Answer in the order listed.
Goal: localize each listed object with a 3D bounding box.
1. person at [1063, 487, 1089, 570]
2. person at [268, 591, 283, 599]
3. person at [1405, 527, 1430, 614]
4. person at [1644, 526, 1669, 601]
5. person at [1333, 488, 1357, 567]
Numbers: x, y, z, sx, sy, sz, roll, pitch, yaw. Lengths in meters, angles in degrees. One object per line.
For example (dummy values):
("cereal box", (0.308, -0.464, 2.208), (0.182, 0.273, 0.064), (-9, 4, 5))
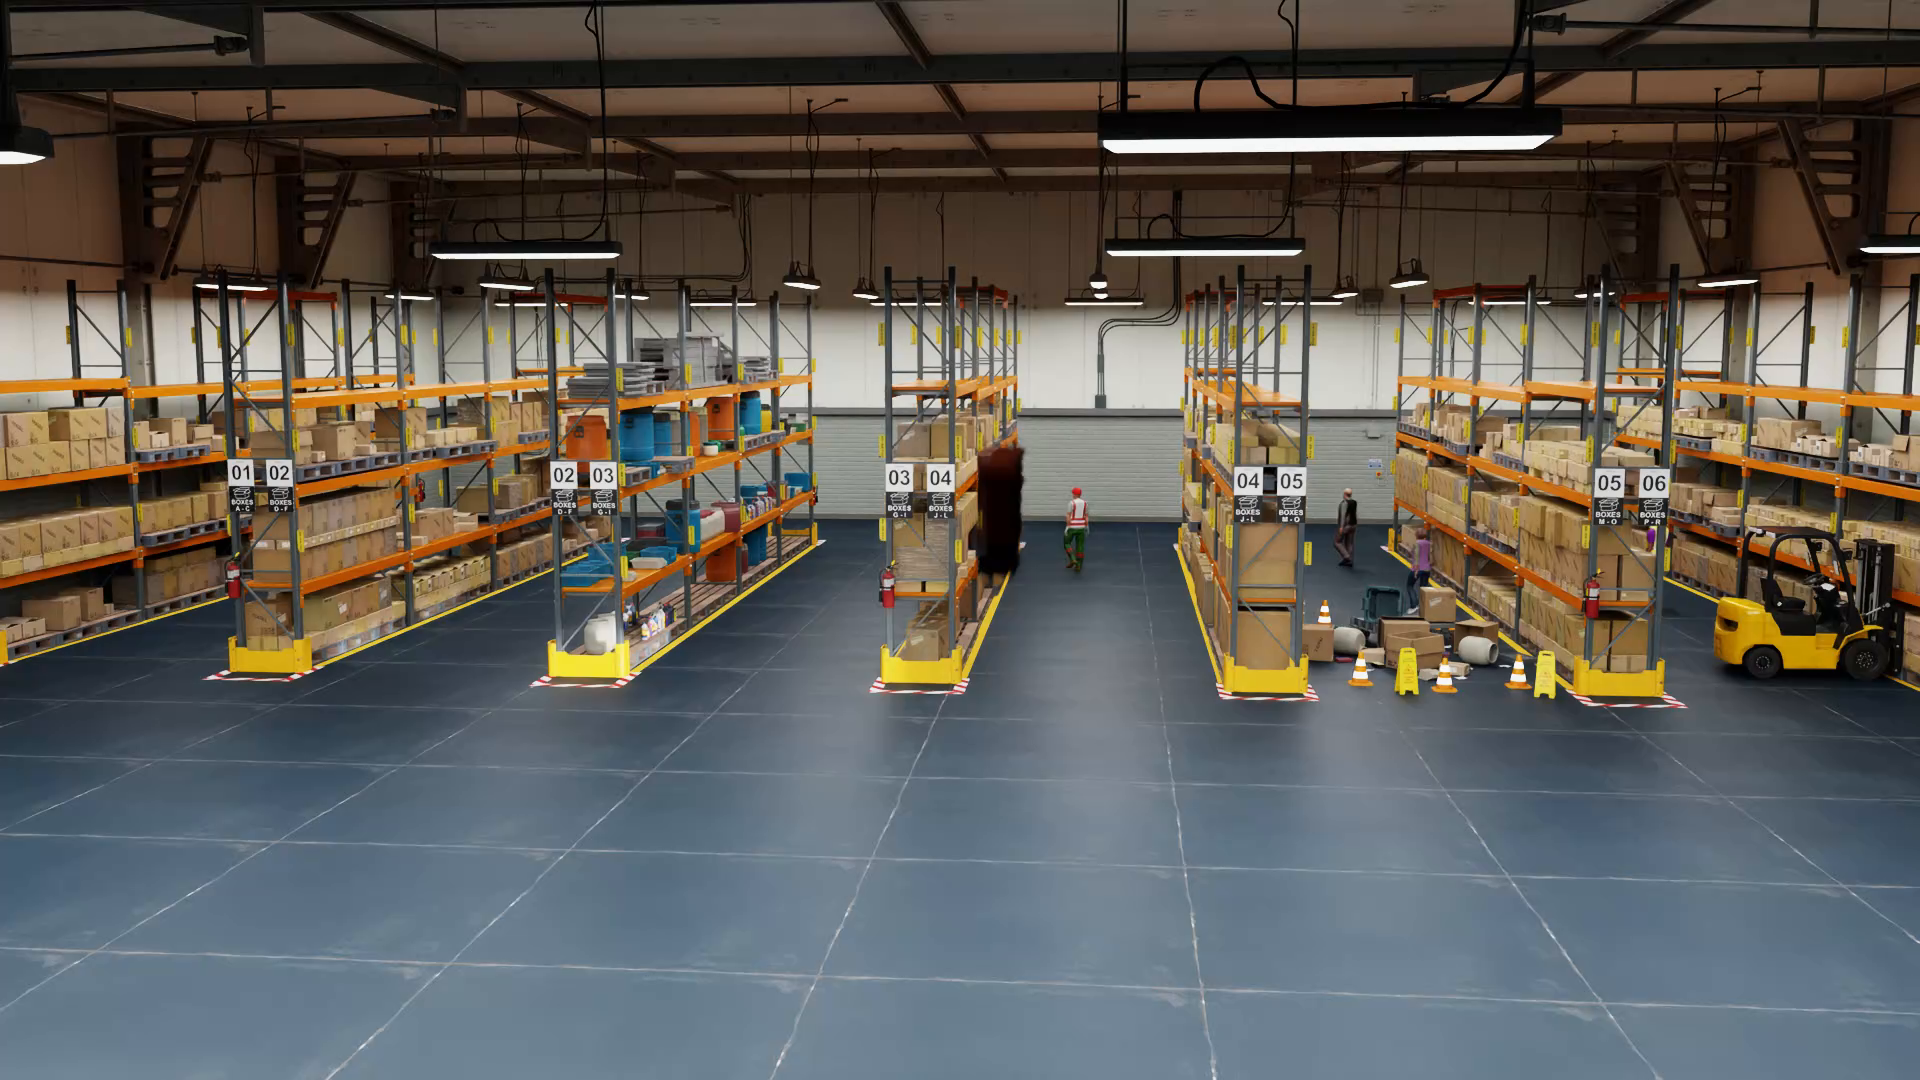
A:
("person", (2.528, -0.250, 35.953), (0.602, 1.791, 0.468), (-3, 8, -25))
("person", (-12.227, 0.539, 29.719), (0.596, 1.715, 0.500), (2, 7, 15))
("person", (8.334, 0.573, 29.977), (0.420, 1.595, 0.498), (-2, 7, -18))
("person", (13.015, 0.358, 31.141), (0.608, 1.785, 0.433), (-3, 8, -25))
("person", (8.489, -0.272, 36.425), (0.571, 1.719, 0.452), (-6, 9, -38))
